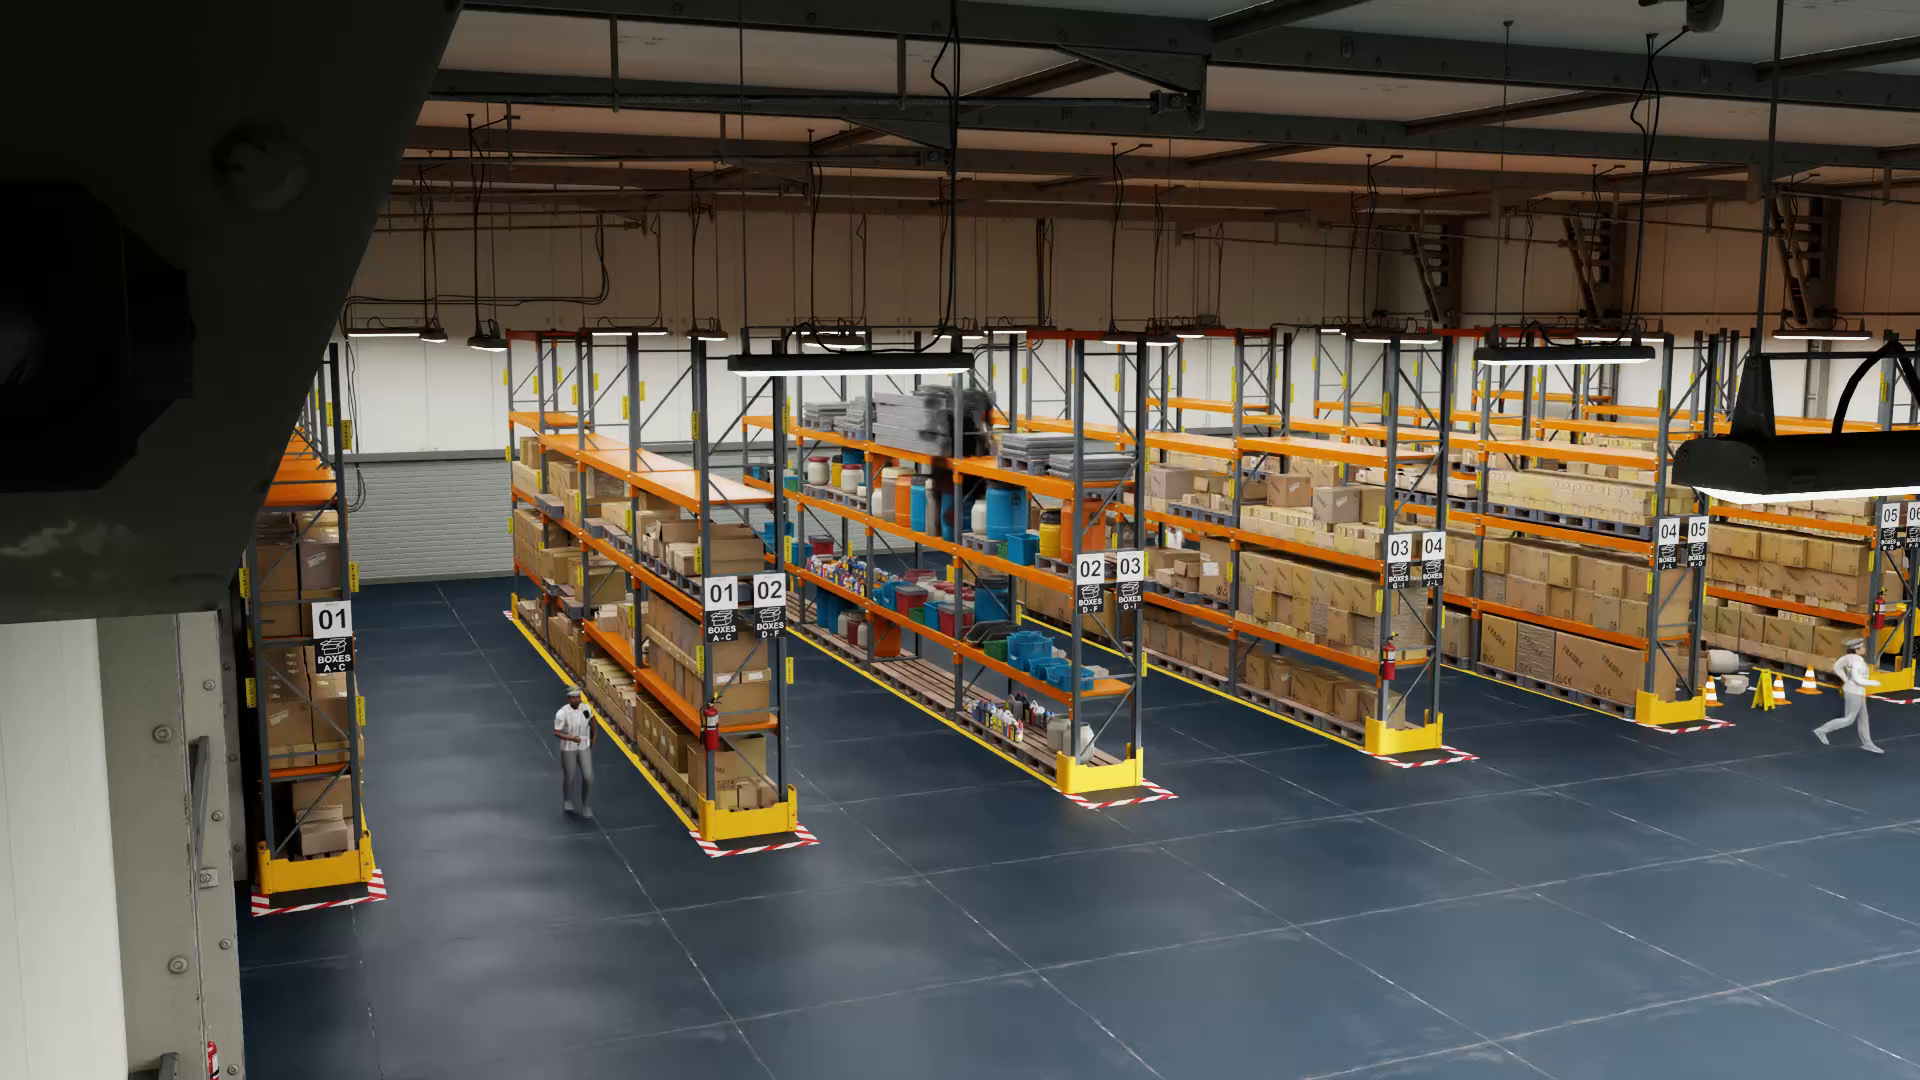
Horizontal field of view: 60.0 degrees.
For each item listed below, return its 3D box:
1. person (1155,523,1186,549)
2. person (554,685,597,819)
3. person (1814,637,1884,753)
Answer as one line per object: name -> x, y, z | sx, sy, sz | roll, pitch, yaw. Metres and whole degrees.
person -> 4.761, 0.382, 37.308 | 0.643, 1.827, 0.737 | -3, 8, -22
person -> -4.822, 2.674, 20.969 | 0.589, 1.756, 0.723 | -4, 9, -28
person -> 12.873, 2.231, 23.992 | 0.939, 1.685, 0.621 | 3, 8, 19
